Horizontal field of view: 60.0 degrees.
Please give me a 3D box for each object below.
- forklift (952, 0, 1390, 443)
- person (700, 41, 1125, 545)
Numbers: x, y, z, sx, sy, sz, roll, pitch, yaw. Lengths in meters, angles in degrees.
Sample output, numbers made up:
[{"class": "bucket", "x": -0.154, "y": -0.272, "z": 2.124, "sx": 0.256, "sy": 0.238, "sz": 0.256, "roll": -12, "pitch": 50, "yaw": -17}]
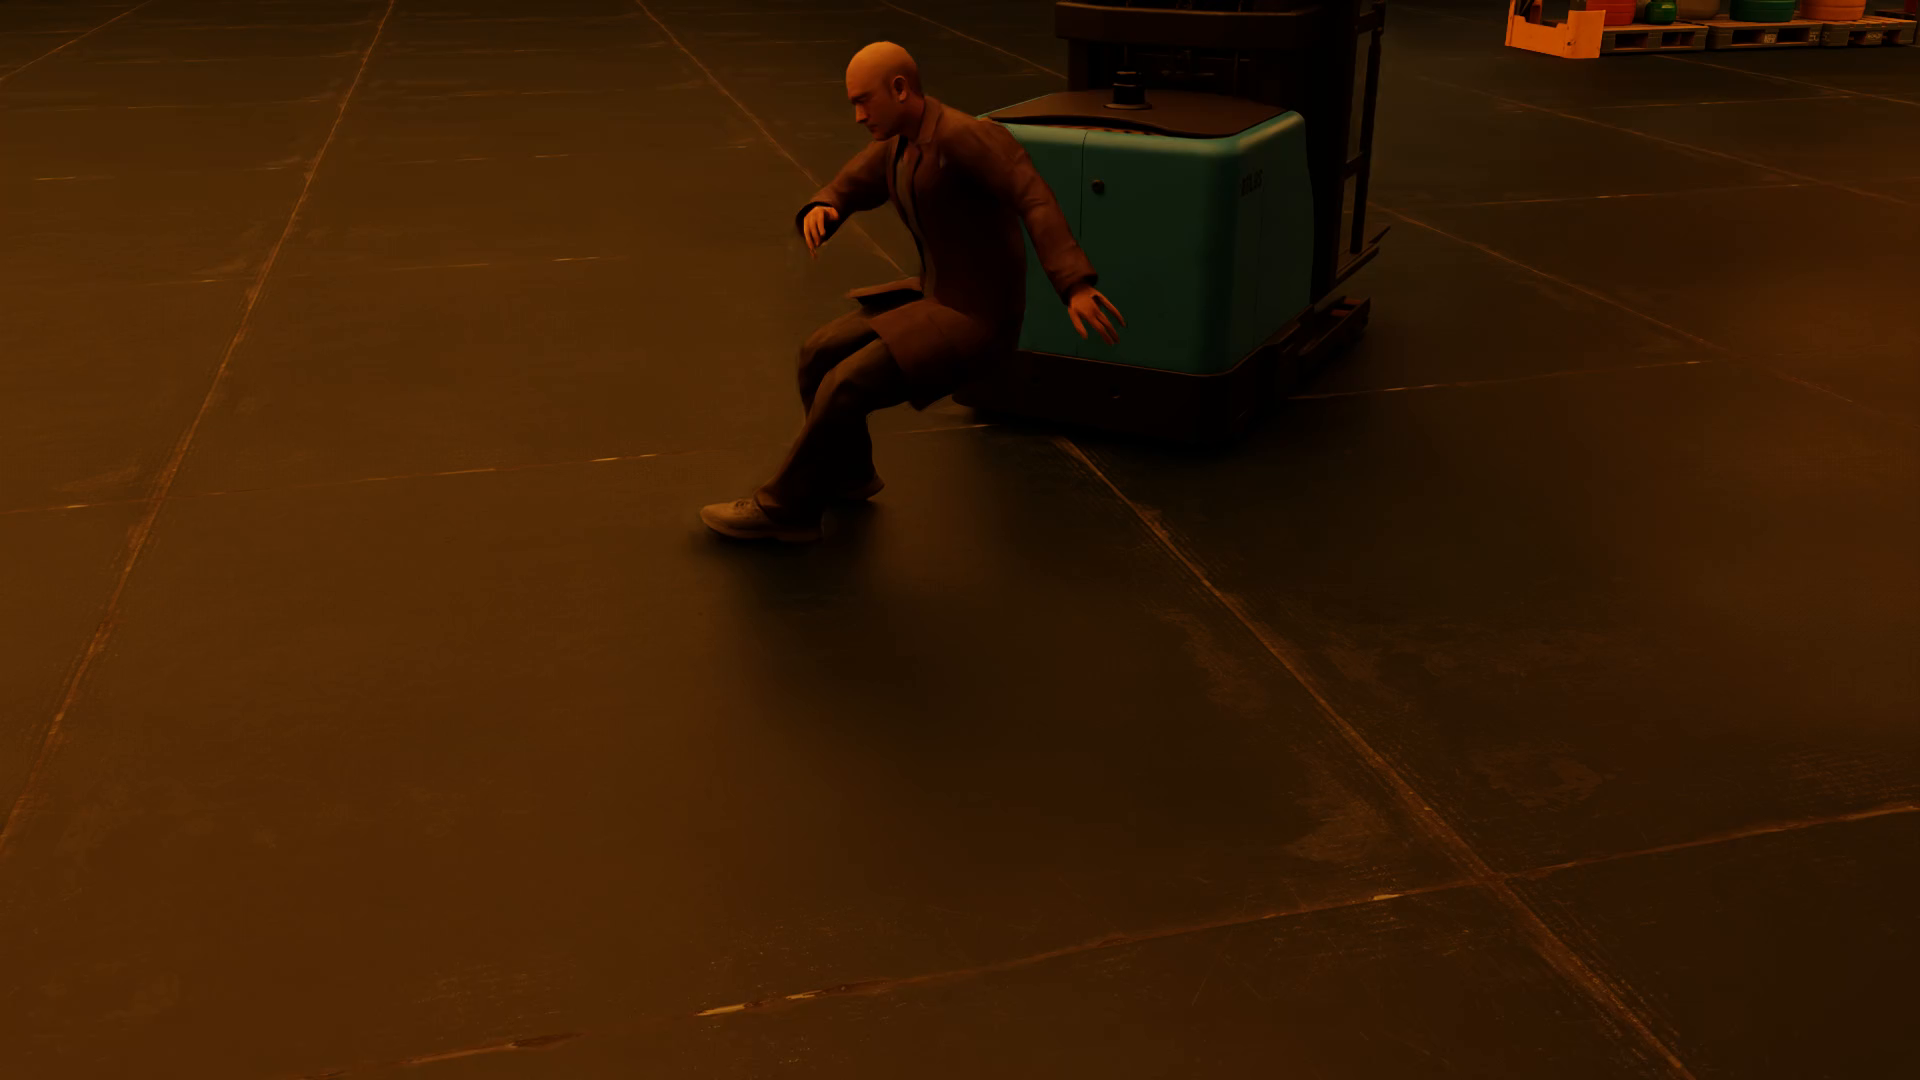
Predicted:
[{"class": "forklift", "x": 1.095, "y": -2.215, "z": 6.514, "sx": 1.130, "sy": 2.935, "sz": 3.031, "roll": 11, "pitch": 26, "yaw": 25}, {"class": "person", "x": -0.219, "y": -0.614, "z": 4.719, "sx": 1.004, "sy": 1.504, "sz": 1.111, "roll": -8, "pitch": 24, "yaw": -19}]
